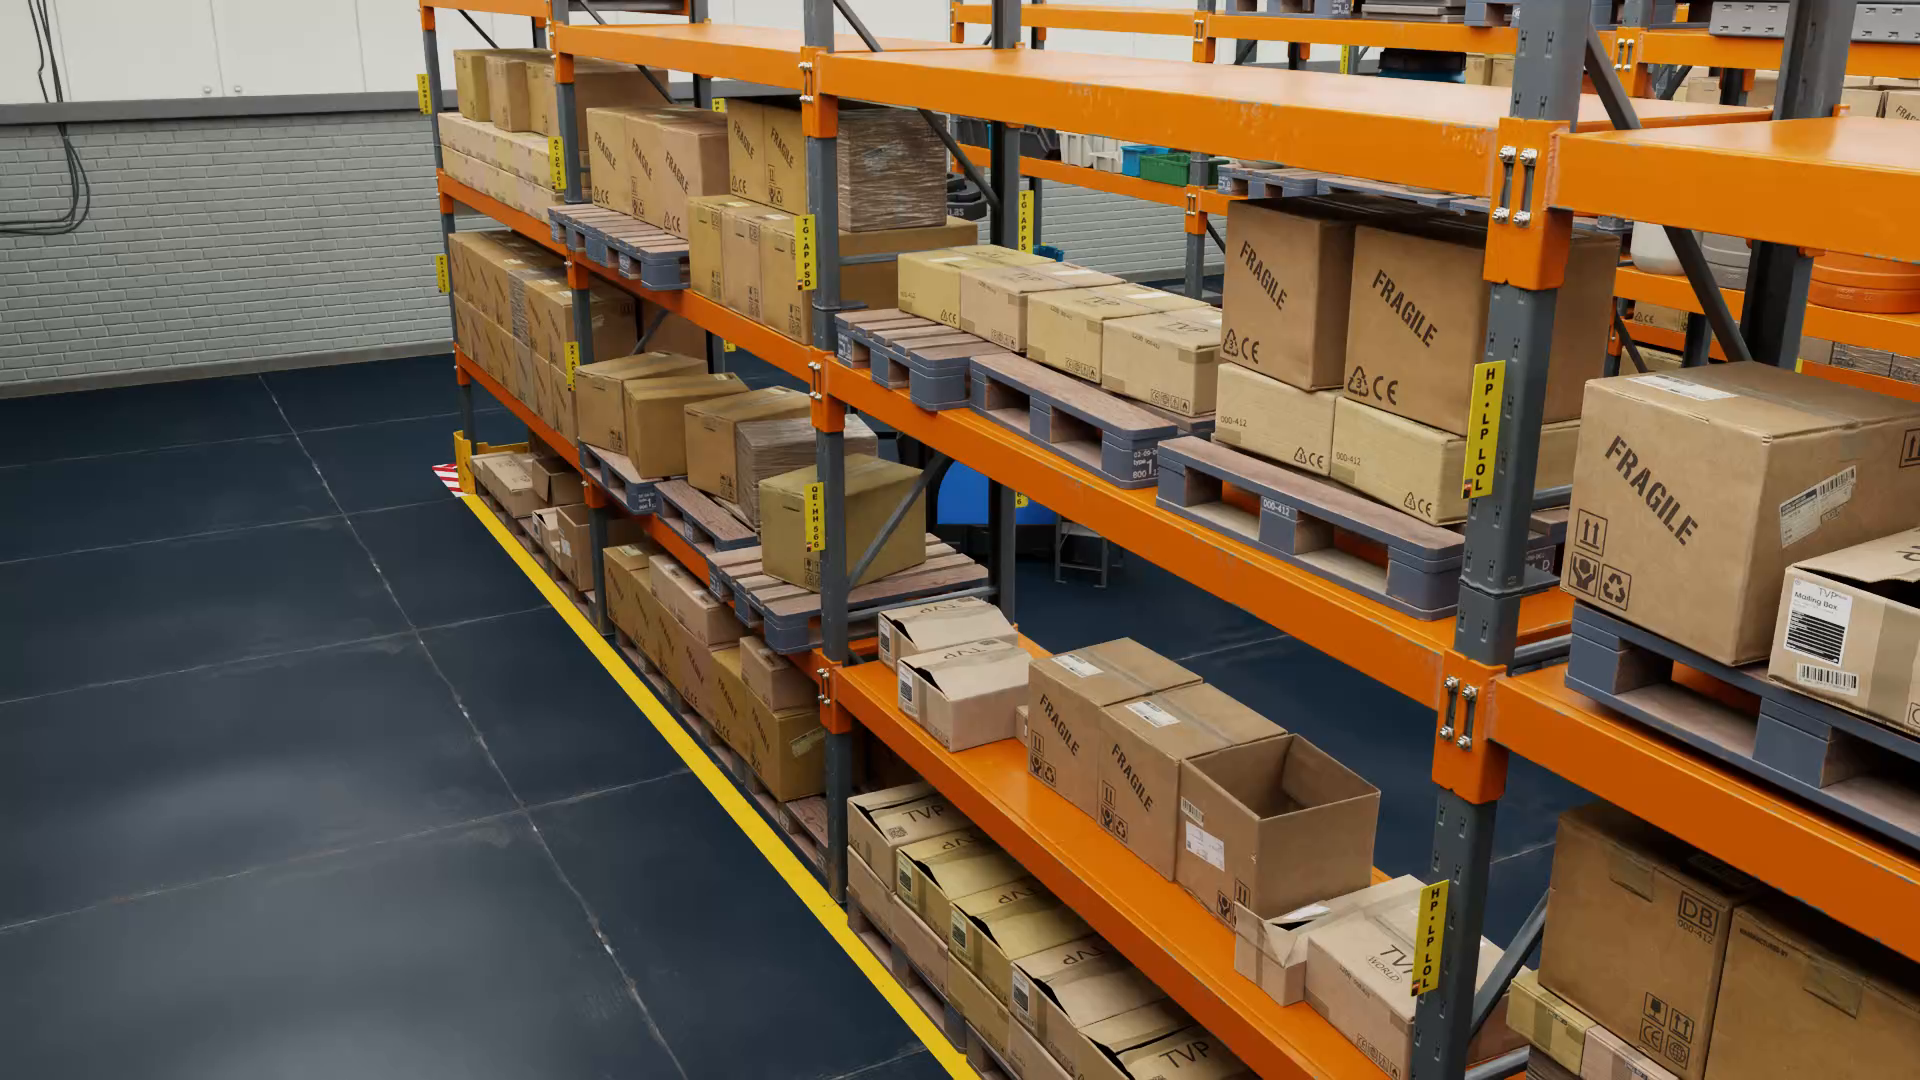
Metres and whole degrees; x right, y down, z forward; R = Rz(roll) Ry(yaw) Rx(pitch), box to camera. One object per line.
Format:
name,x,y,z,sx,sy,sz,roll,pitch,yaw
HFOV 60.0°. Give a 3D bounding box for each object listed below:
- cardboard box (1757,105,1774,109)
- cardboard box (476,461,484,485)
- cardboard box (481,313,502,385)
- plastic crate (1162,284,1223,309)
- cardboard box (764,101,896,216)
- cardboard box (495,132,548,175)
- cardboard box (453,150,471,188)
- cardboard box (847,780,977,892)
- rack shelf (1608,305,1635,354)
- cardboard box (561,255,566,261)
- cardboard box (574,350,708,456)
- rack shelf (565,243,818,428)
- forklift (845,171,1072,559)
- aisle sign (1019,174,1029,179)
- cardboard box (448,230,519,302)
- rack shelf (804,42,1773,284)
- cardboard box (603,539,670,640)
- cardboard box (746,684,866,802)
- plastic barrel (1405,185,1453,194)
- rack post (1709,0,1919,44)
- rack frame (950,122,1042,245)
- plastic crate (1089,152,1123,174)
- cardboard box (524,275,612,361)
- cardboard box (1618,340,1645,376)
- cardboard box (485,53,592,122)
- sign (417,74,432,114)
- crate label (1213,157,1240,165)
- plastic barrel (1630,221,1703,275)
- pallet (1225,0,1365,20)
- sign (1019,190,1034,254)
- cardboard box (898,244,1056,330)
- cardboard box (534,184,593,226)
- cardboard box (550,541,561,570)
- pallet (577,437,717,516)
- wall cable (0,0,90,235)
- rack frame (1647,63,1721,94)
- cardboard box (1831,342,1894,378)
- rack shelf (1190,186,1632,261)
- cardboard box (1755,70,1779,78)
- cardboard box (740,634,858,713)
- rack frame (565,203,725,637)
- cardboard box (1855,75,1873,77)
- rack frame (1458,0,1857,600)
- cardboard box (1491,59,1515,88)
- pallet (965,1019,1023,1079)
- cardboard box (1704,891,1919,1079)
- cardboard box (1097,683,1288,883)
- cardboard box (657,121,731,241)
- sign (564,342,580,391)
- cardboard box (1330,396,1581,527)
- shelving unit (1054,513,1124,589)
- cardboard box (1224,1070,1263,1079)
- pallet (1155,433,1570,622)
cardboard box,7.068,-3.609,14.385,0.500,0.311,0.500,-11,22,-29
cardboard box,-3.978,-0.602,14.445,0.380,0.166,0.250,-10,21,-27
cardboard box,-3.529,-1.565,13.416,0.500,0.500,0.500,-10,21,-27
plastic crate,2.064,-1.950,14.493,0.402,0.464,0.583,-10,21,-27
cardboard box,-0.638,-1.892,8.231,0.500,0.500,0.500,-10,21,-27
cardboard box,-3.034,-2.799,12.008,0.500,0.250,0.500,-10,21,-27
cardboard box,-3.747,-2.993,13.337,0.500,0.250,0.500,-10,21,-27
cardboard box,-0.204,1.350,7.831,0.500,0.311,0.500,-9,21,-25
rack shelf,5.676,-2.597,17.663,1.077,0.370,4.000,-10,21,-27
cardboard box,-2.805,-1.972,13.063,0.500,0.500,0.500,-9,21,-25
cardboard box,-2.066,-0.905,10.858,0.500,0.500,0.700,16,25,39
rack shelf,-1.144,-1.334,9.402,1.077,0.370,4.000,-10,21,-27
forklift,-0.623,-1.389,13.163,3.031,2.935,1.130,0,19,1
aisle sign,0.591,-4.039,16.753,0.394,0.787,0.004,-10,21,-27
cardboard box,-4.015,-2.330,14.099,0.500,0.500,0.500,-9,21,-25
rack shelf,0.755,-1.414,5.650,1.077,0.370,4.000,-10,21,-27
cardboard box,-2.079,0.320,11.262,0.500,0.500,0.500,-11,22,-29
cardboard box,-0.845,1.060,9.119,0.500,0.500,0.500,-9,21,-25
plastic barrel,3.192,-2.614,11.158,0.433,0.535,0.433,0,19,0
rack post,5.055,-2.782,7.591,1.013,1.000,3.121,-10,21,-27
rack frame,0.368,-2.744,16.986,1.000,3.000,0.127,-10,21,-27
plastic crate,1.328,-3.195,14.099,0.293,0.136,0.466,-10,21,-27
cardboard box,-2.808,-1.601,11.988,0.500,0.500,0.500,-10,22,-28
cardboard box,6.383,-1.759,16.744,0.875,0.875,0.875,-10,21,-27
cardboard box,-3.241,-3.487,12.855,0.700,0.500,0.500,-10,21,-27
sign,-4.471,-3.725,13.890,0.100,0.325,0.005,-10,21,-27
crate label,2.289,-3.075,13.749,0.293,0.136,0.466,-10,21,-27
plastic barrel,4.044,-1.782,9.427,0.421,0.512,0.421,0,19,0
pallet,2.687,-3.921,12.101,1.003,0.211,1.213,-10,21,-27
sign,0.298,-1.465,7.766,0.100,0.325,0.005,-10,21,-27
cardboard box,0.070,-1.106,7.225,0.500,0.250,0.500,-12,22,-31
cardboard box,-2.559,-2.275,11.258,0.500,0.250,0.500,-10,21,-27
cardboard box,-2.845,0.092,12.463,0.380,0.149,0.250,-10,21,-27
pallet,-1.811,-0.493,10.755,1.003,0.211,1.213,-10,21,-27
wall cable,-10.723,-4.257,16.932,3.097,2.526,0.112,-10,21,-27
rack frame,6.626,-5.199,14.903,1.000,3.000,0.127,-10,21,-27
cardboard box,7.592,-1.658,13.685,0.500,0.500,0.500,-11,22,-28
rack shelf,3.217,-2.100,11.622,1.077,0.370,4.000,-10,21,-27
cardboard box,9.597,-5.371,19.464,0.500,0.250,0.500,-10,21,-26
cardboard box,-0.876,0.690,9.041,0.500,0.250,0.500,-9,21,-25
rack frame,-2.094,-0.830,11.438,1.000,3.000,0.127,-10,21,-27
cardboard box,10.148,-5.220,18.414,0.380,0.149,0.250,-11,22,-29
rack frame,1.705,-1.369,3.804,1.000,3.000,0.127,-10,21,-27
cardboard box,5.827,-4.617,16.863,0.700,0.500,0.500,-9,21,-24
pallet,0.737,2.229,6.849,1.003,0.211,1.213,-10,21,-27
cardboard box,2.162,1.077,3.768,0.700,0.500,0.500,-10,21,-27
cardboard box,0.866,0.901,6.267,0.500,0.500,0.500,-10,21,-27
cardboard box,-1.284,-2.002,9.287,0.600,0.600,0.600,-11,22,-29
sign,-2.568,-1.153,11.047,0.100,0.325,0.005,-10,21,-27
cardboard box,1.421,-0.257,4.766,0.500,0.250,0.500,-8,20,-21
shelving unit,1.000,-0.724,12.509,0.431,2.100,0.503,7,20,19
cardboard box,1.008,2.083,5.709,0.500,0.311,0.500,-9,21,-25
pallet,1.275,-0.112,5.052,0.805,0.209,1.217,-11,22,-29
